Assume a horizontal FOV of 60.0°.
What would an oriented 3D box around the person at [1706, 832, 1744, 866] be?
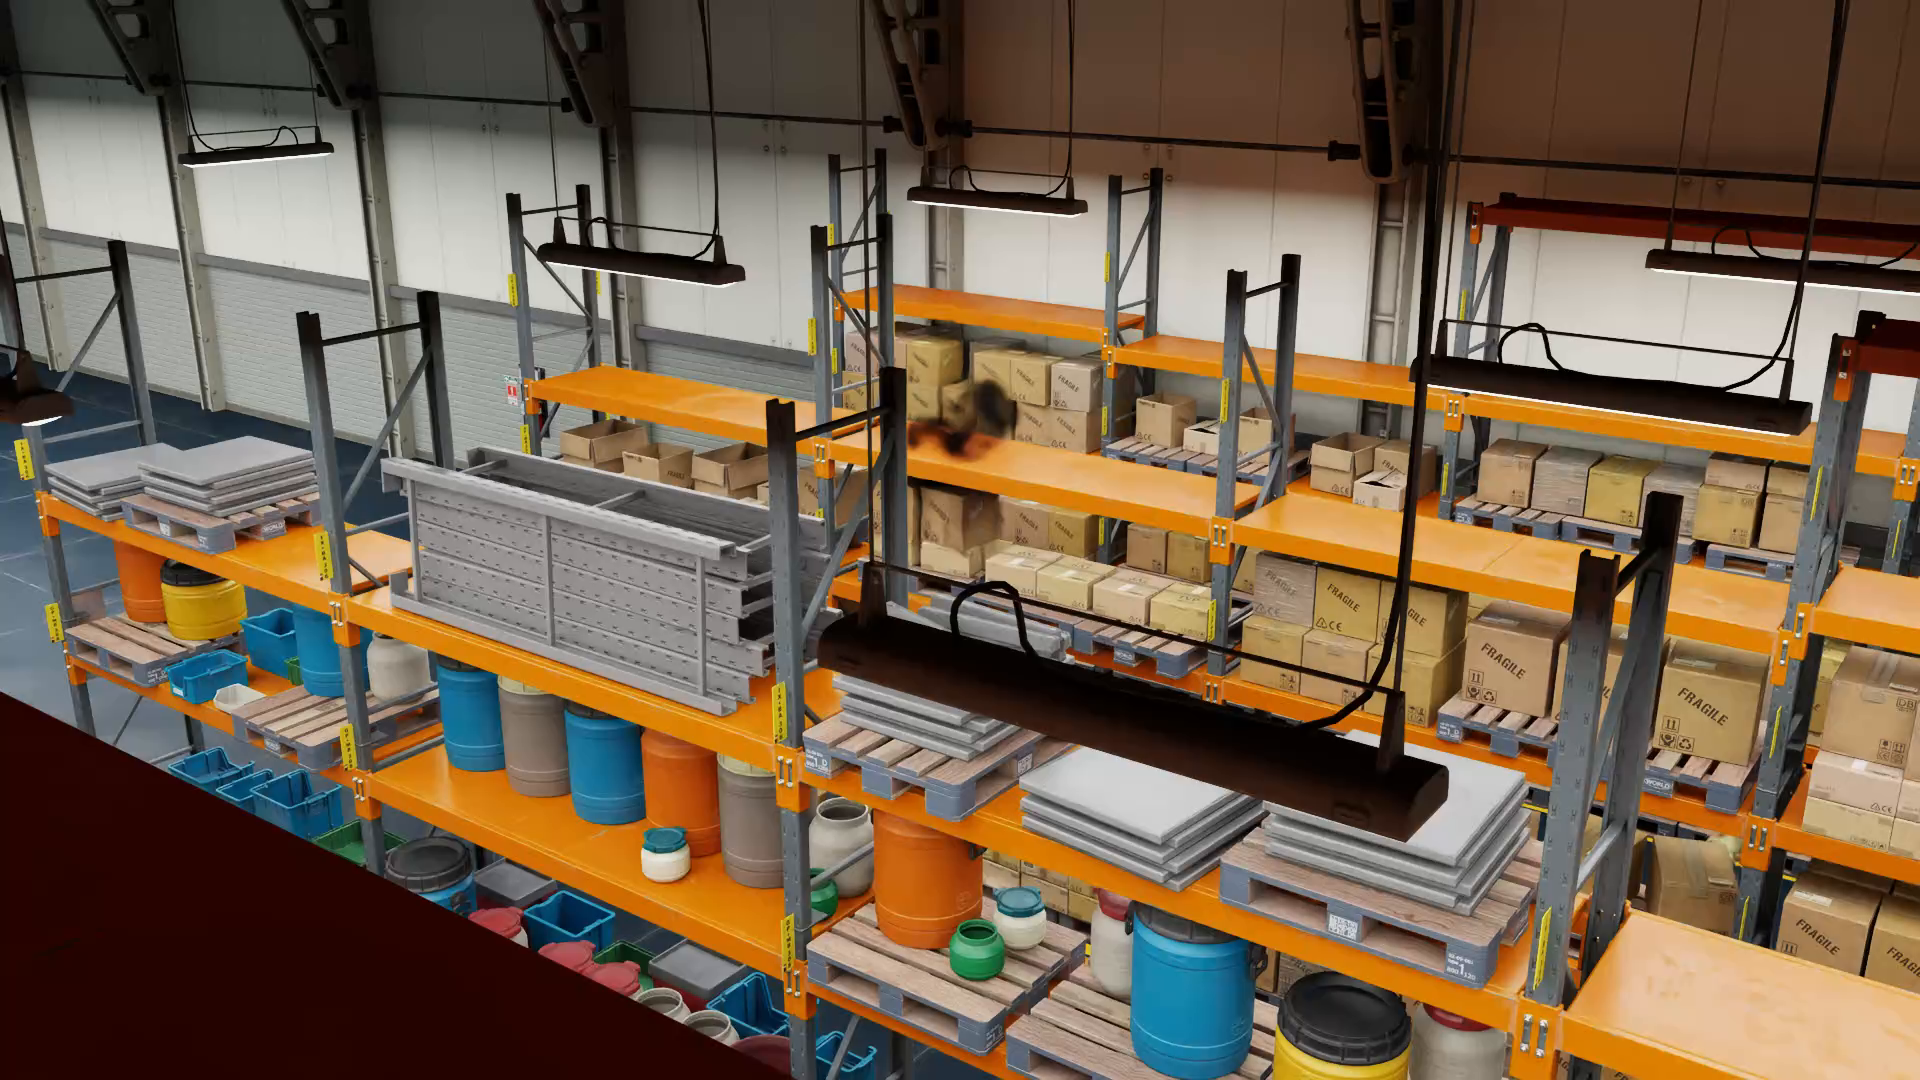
[{"bbox_3d":[6.308,2.917,13.825,0.744,1.626,0.585,13,22,33],"label":"person"}]
